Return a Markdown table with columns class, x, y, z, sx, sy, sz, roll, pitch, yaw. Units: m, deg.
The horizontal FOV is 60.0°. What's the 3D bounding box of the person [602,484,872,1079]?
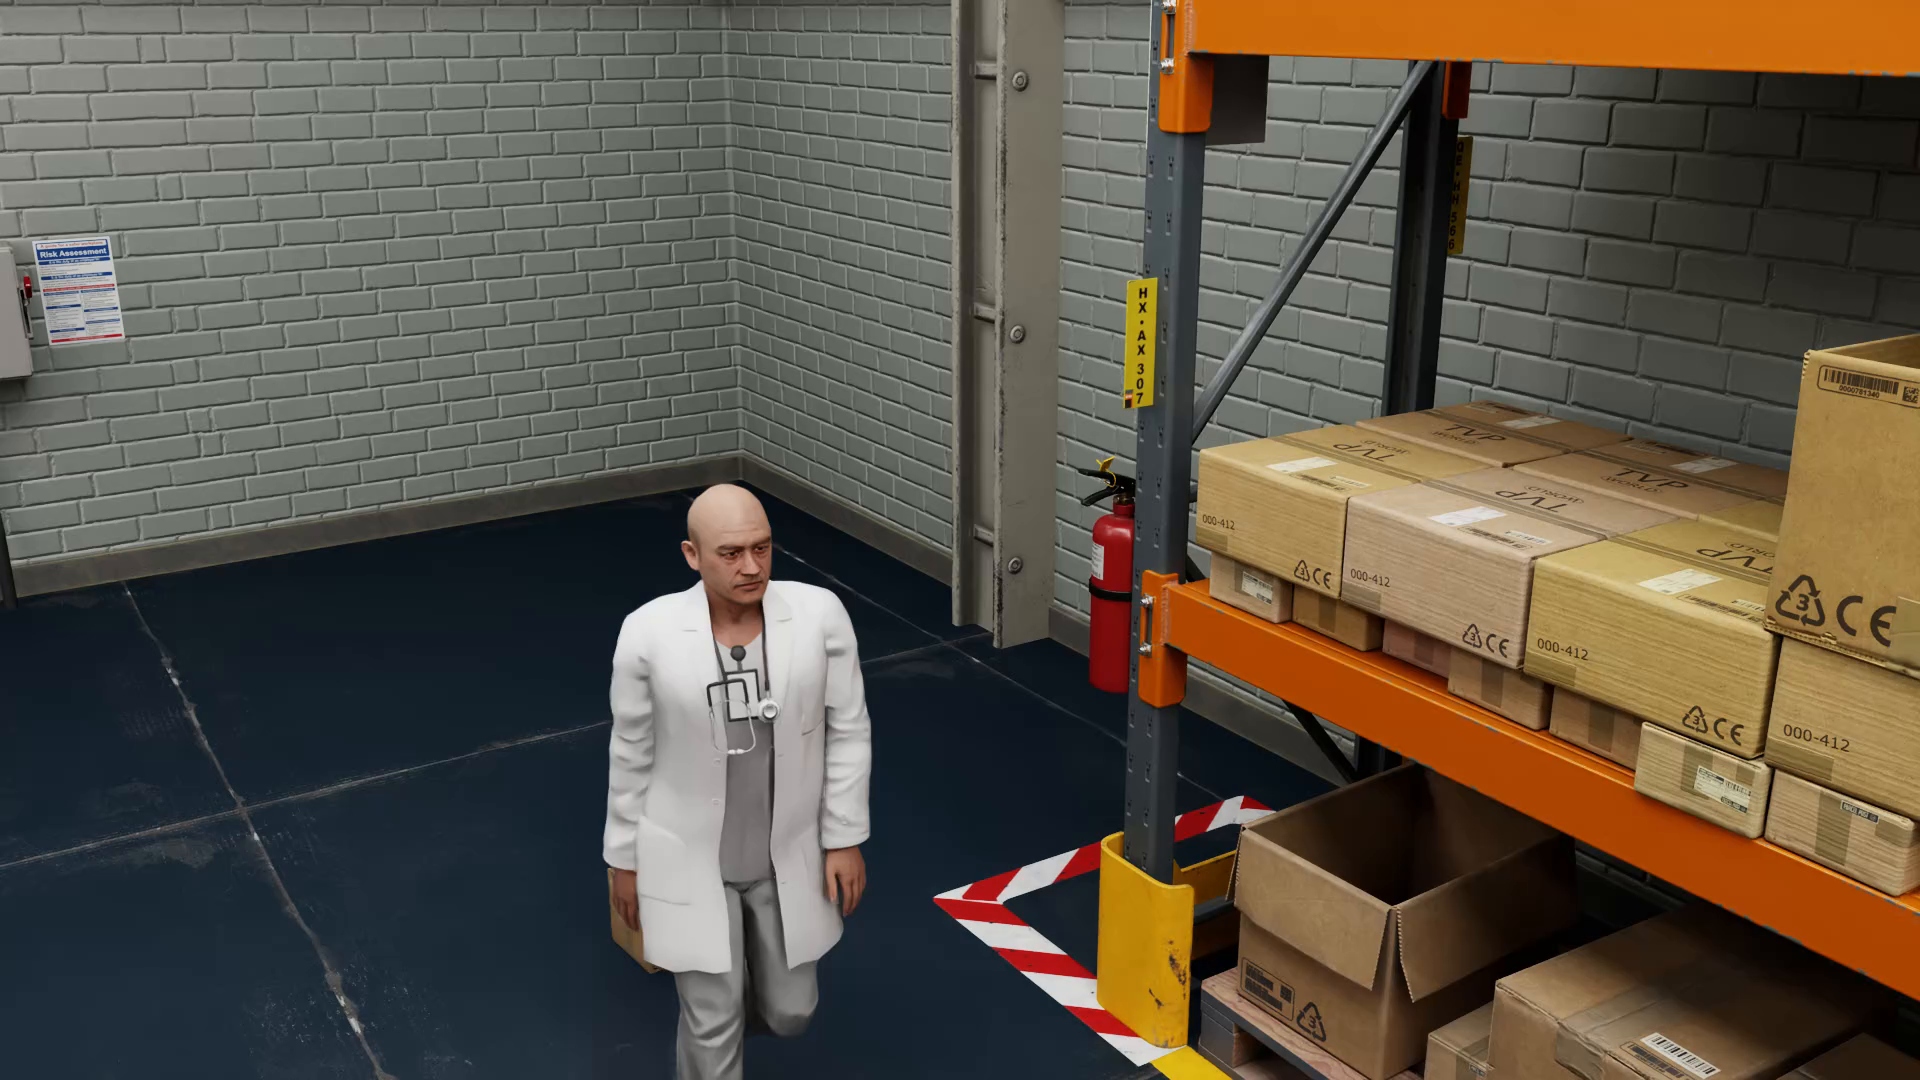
| class | x | y | z | sx | sy | sz | roll | pitch | yaw |
| --- | --- | --- | --- | --- | --- | --- | --- | --- | --- |
| person | -0.525 | 0.681 | 3.899 | 0.616 | 1.758 | 0.694 | -4 | 18 | -12 |
